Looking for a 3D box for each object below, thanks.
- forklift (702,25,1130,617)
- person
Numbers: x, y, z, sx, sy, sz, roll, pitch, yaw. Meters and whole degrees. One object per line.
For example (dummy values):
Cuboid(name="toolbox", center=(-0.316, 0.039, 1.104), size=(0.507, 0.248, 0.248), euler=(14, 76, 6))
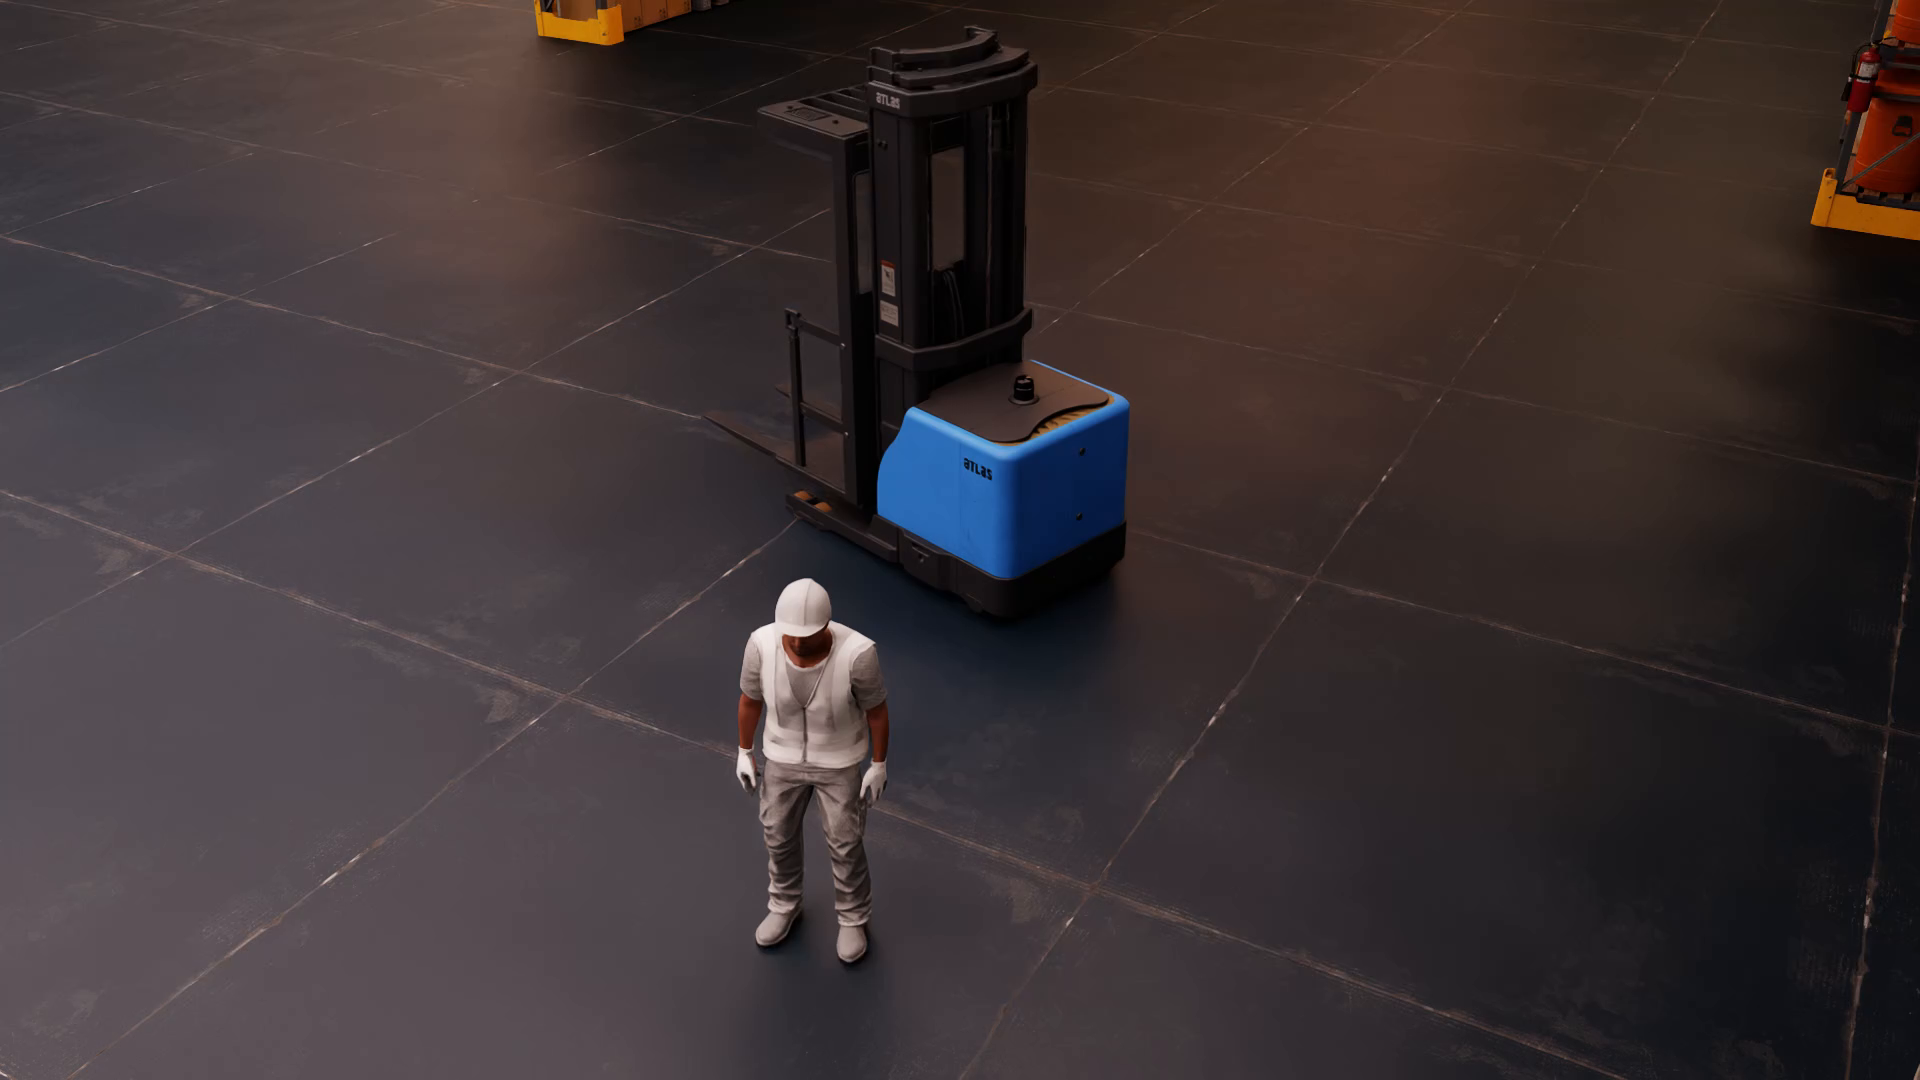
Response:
Cuboid(name="forklift", center=(-0.424, -1.489, 9.651), size=(1.130, 2.935, 3.031), euler=(-26, 39, -37))
Cuboid(name="person", center=(-0.594, 0.896, 6.680), size=(0.618, 1.773, 0.442), euler=(5, 30, 9))
